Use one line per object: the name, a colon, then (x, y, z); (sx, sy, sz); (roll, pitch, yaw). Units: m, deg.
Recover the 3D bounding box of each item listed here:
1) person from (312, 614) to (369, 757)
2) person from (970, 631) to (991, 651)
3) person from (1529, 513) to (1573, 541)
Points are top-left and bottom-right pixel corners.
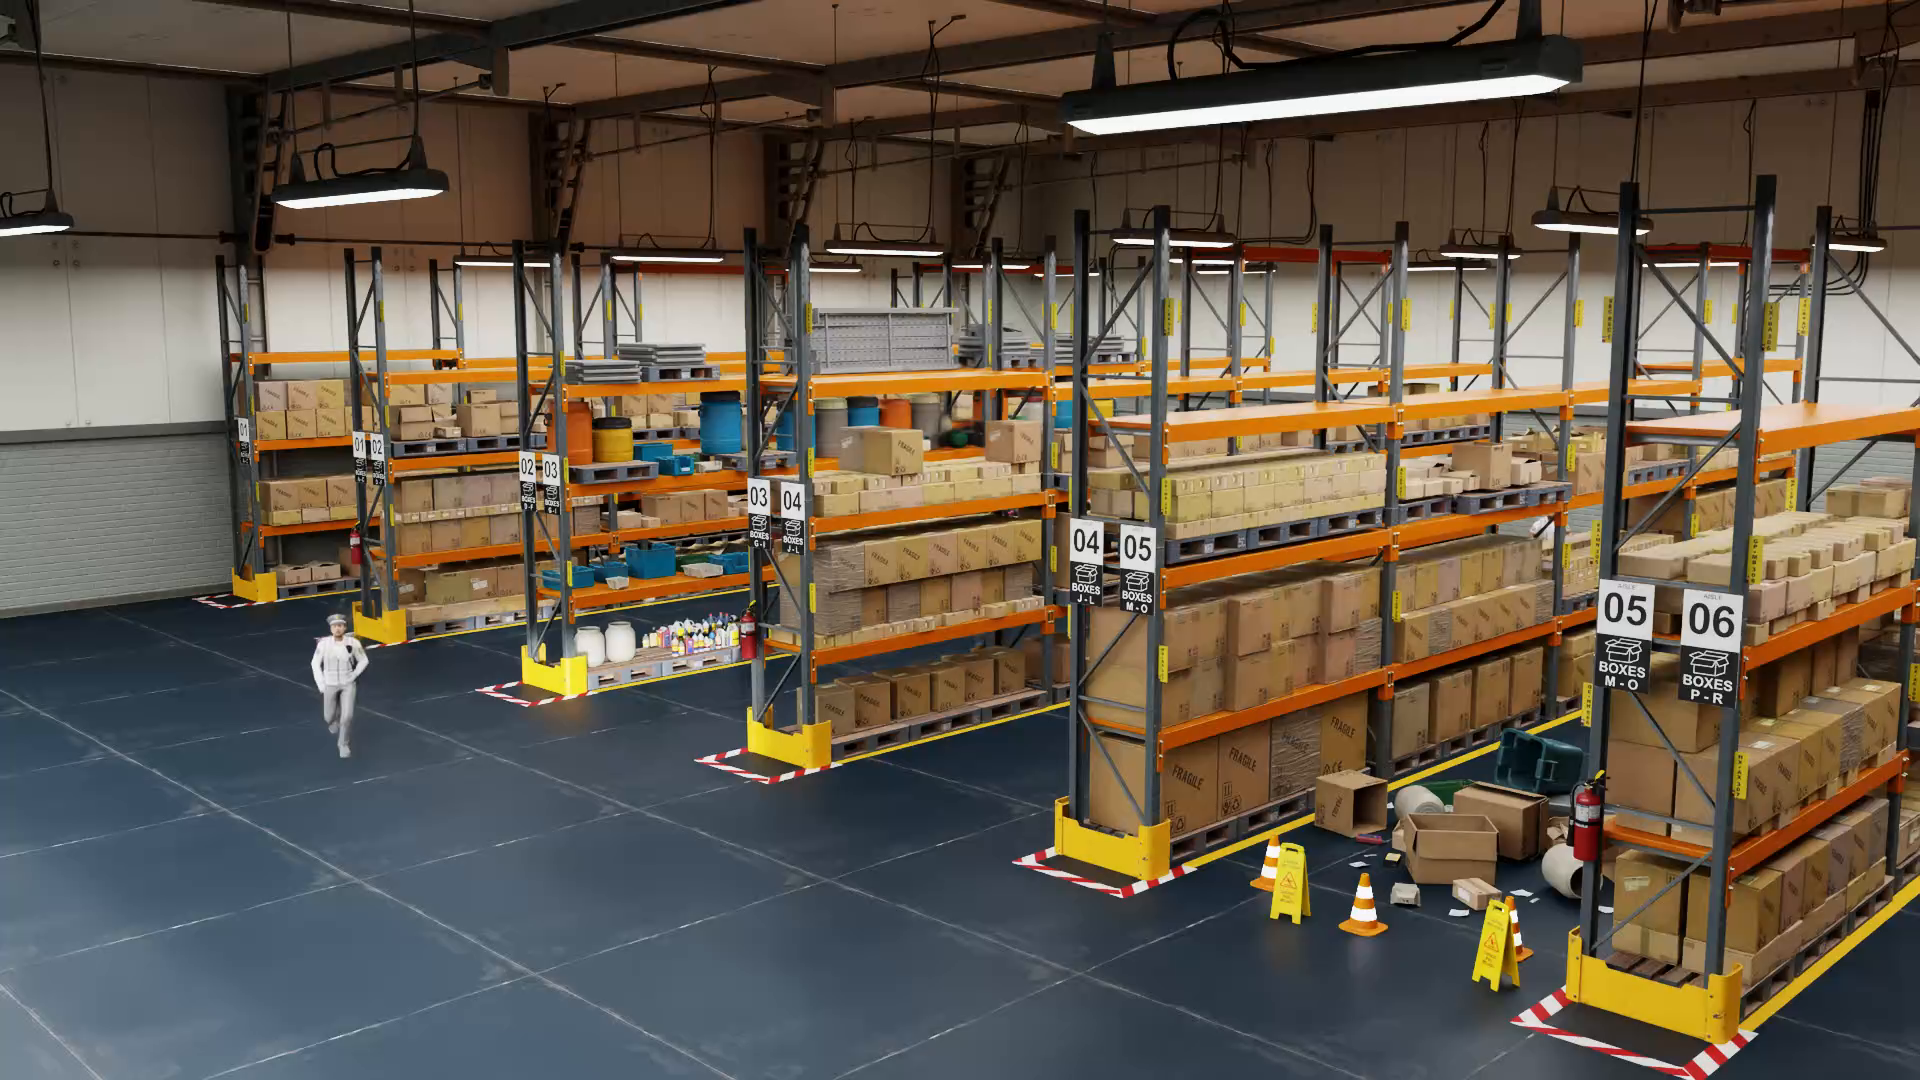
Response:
person: (-7.150, 1.648, 19.212); (0.622, 1.637, 0.588); (-2, 8, -15)
person: (0.299, 0.722, 23.337); (0.696, 1.735, 0.558); (7, 11, 42)
person: (10.348, 0.197, 29.080); (0.733, 1.736, 0.515); (1, 8, 6)
